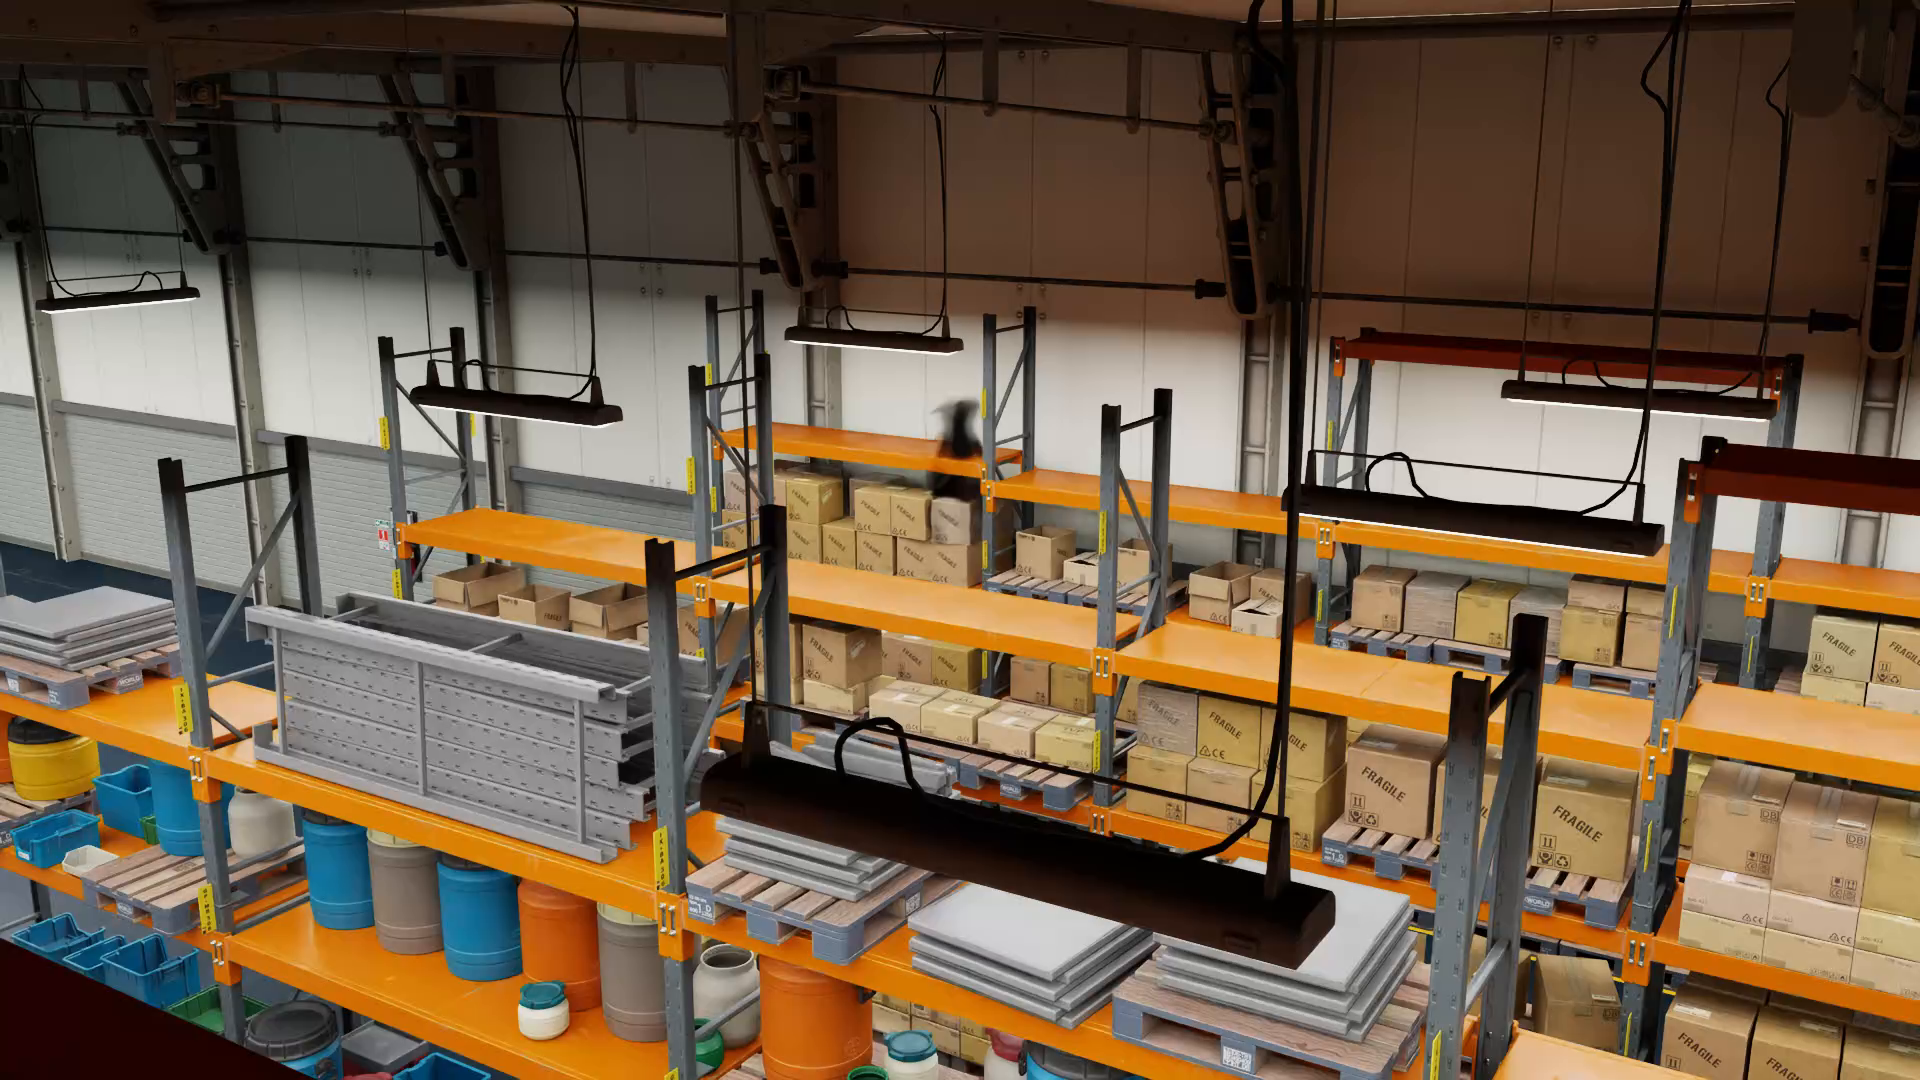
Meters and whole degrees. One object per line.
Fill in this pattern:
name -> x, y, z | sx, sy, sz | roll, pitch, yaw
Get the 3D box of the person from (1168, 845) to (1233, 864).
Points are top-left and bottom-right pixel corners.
person -> 2.294, 3.288, 16.309 | 0.728, 1.719, 0.680 | 13, 19, 42
